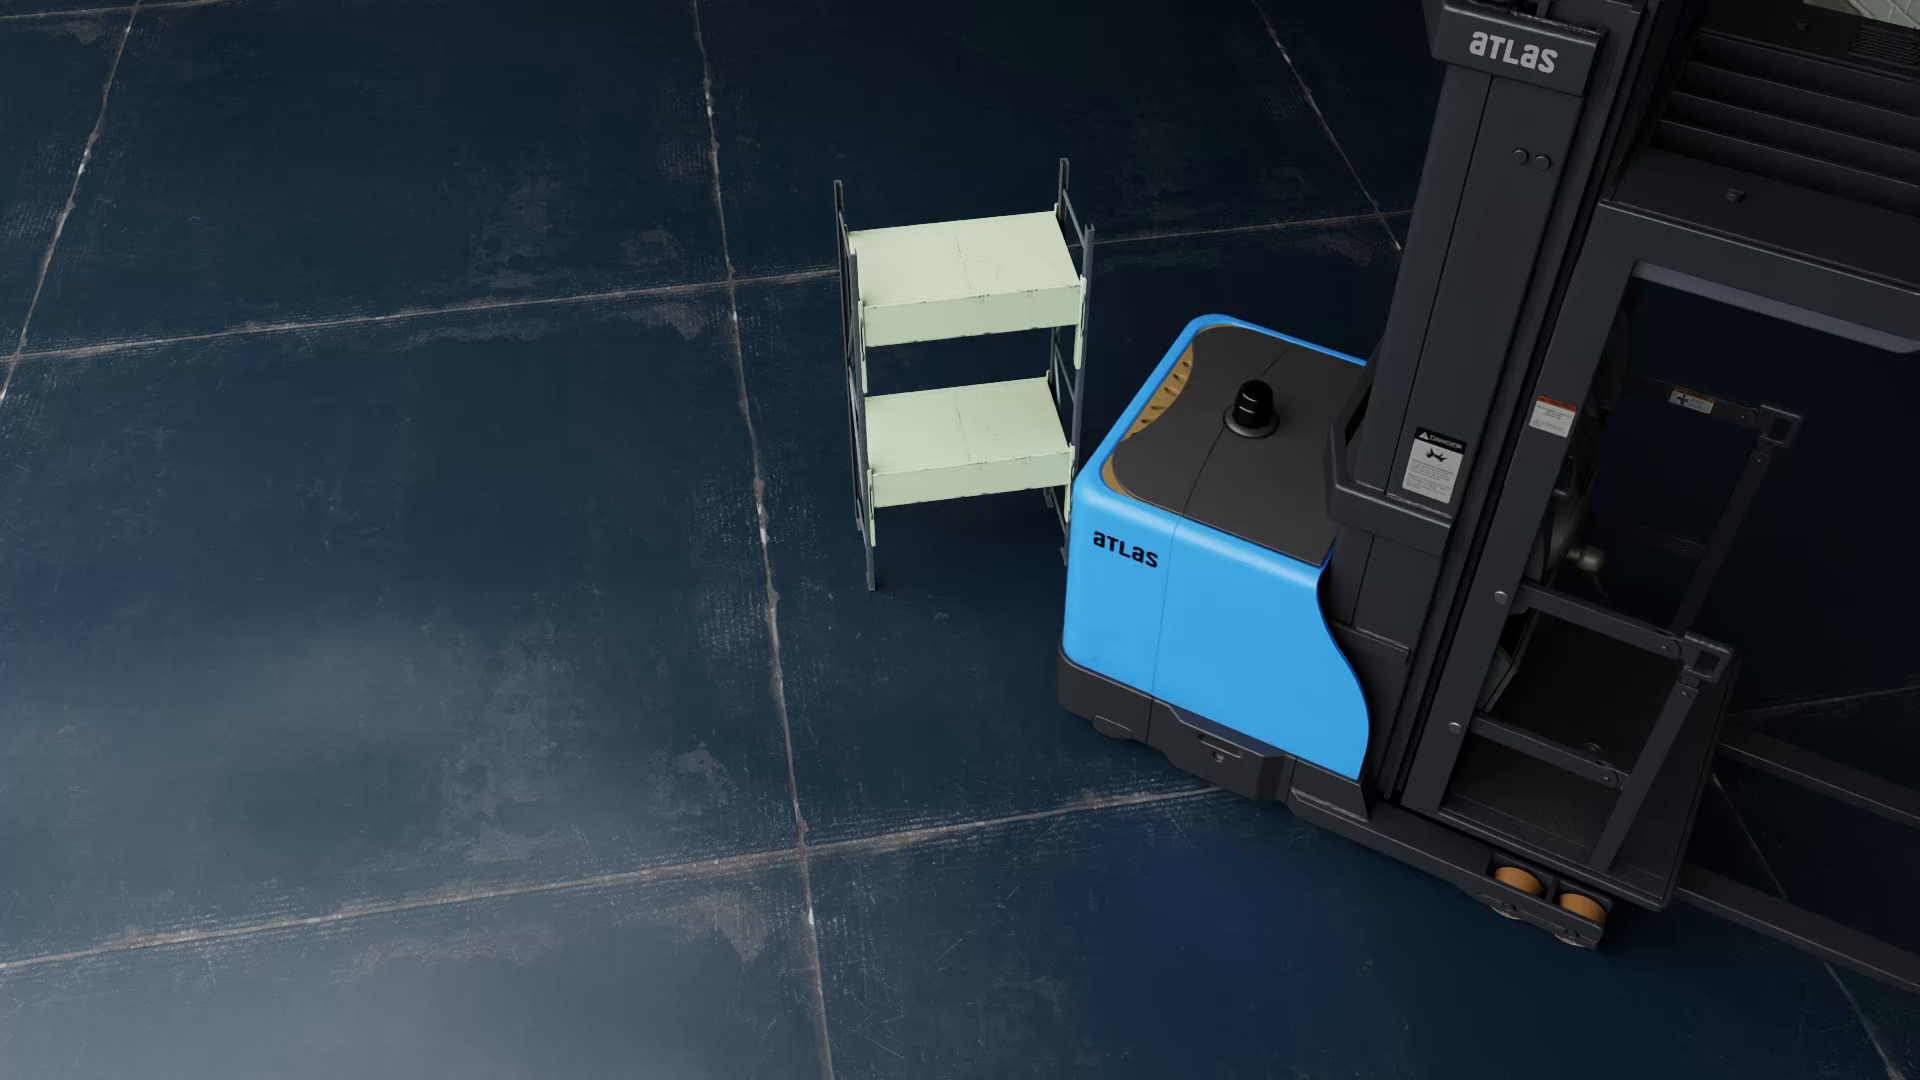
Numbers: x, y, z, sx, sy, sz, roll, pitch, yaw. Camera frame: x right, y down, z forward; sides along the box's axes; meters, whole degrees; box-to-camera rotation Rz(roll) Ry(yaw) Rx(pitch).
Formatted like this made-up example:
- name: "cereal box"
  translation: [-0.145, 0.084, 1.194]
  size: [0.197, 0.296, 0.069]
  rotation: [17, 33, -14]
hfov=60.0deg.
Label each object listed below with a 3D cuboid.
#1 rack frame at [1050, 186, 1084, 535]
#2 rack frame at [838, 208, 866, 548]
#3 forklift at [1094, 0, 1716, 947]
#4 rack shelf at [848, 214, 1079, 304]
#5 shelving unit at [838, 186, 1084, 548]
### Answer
- name: "rack frame"
  translation: [0.367, -0.567, 5.755]
  size: [0.010, 1.308, 0.380]
  rotation: [-7, 46, -7]
- name: "rack frame"
  translation: [-0.354, -0.477, 5.668]
  size: [0.010, 1.308, 0.380]
  rotation: [-7, 46, -7]
- name: "forklift"
  translation: [1.859, -0.219, 4.426]
  size: [3.031, 2.935, 1.109]
  rotation: [22, 50, 20]
- name: "rack shelf"
  translation: [0.007, -0.885, 5.334]
  size: [0.686, 0.052, 0.368]
  rotation: [-7, 46, -7]
- name: "shelving unit"
  translation: [0.006, -0.522, 5.712]
  size: [0.742, 1.308, 0.380]
  rotation: [-7, 46, -7]
